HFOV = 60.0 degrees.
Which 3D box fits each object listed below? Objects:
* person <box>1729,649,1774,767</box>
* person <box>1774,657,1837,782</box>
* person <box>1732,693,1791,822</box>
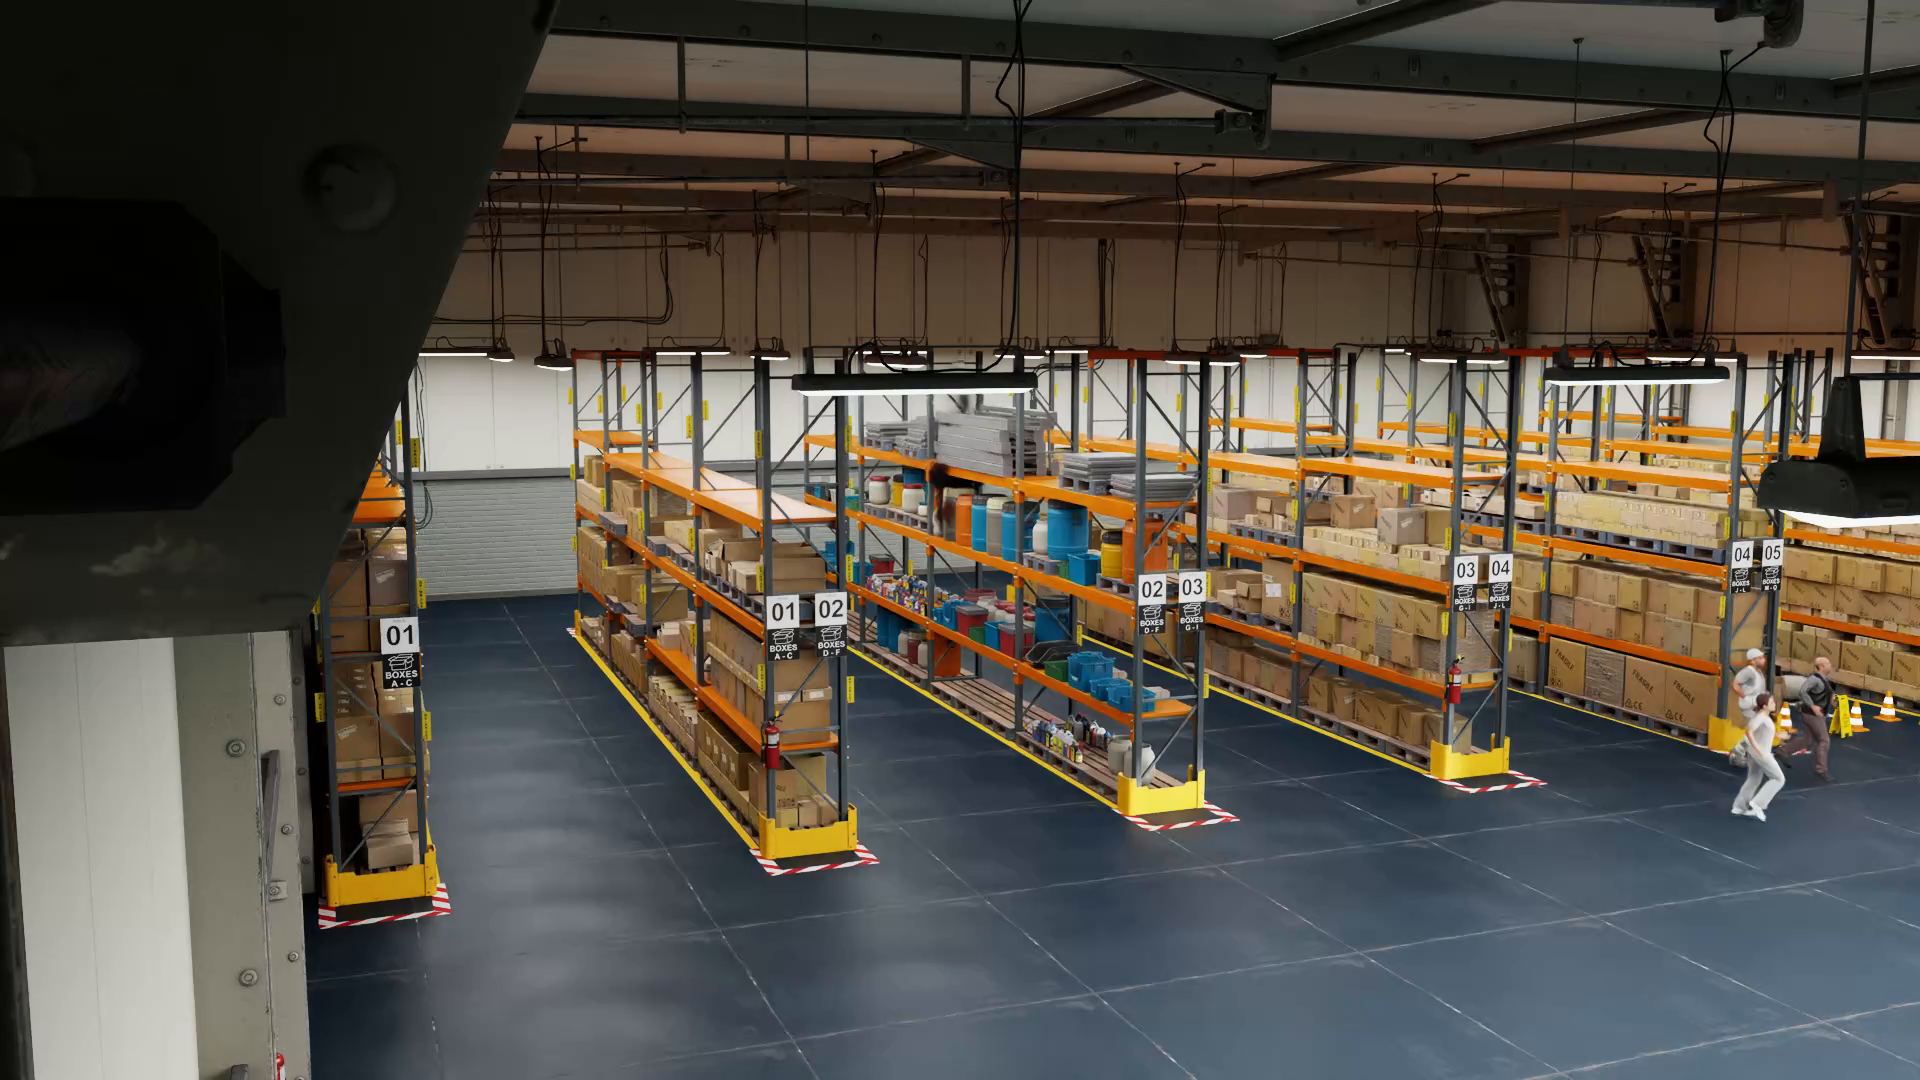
[{"bbox_3d":[11.570,2.449,24.232,0.530,1.737,0.693,6,9,39],"label":"person"},{"bbox_3d":[12.155,2.528,23.817,0.832,1.755,0.592,4,8,32],"label":"person"},{"bbox_3d":[10.473,2.823,21.705,0.669,1.674,0.540,2,7,17],"label":"person"}]
